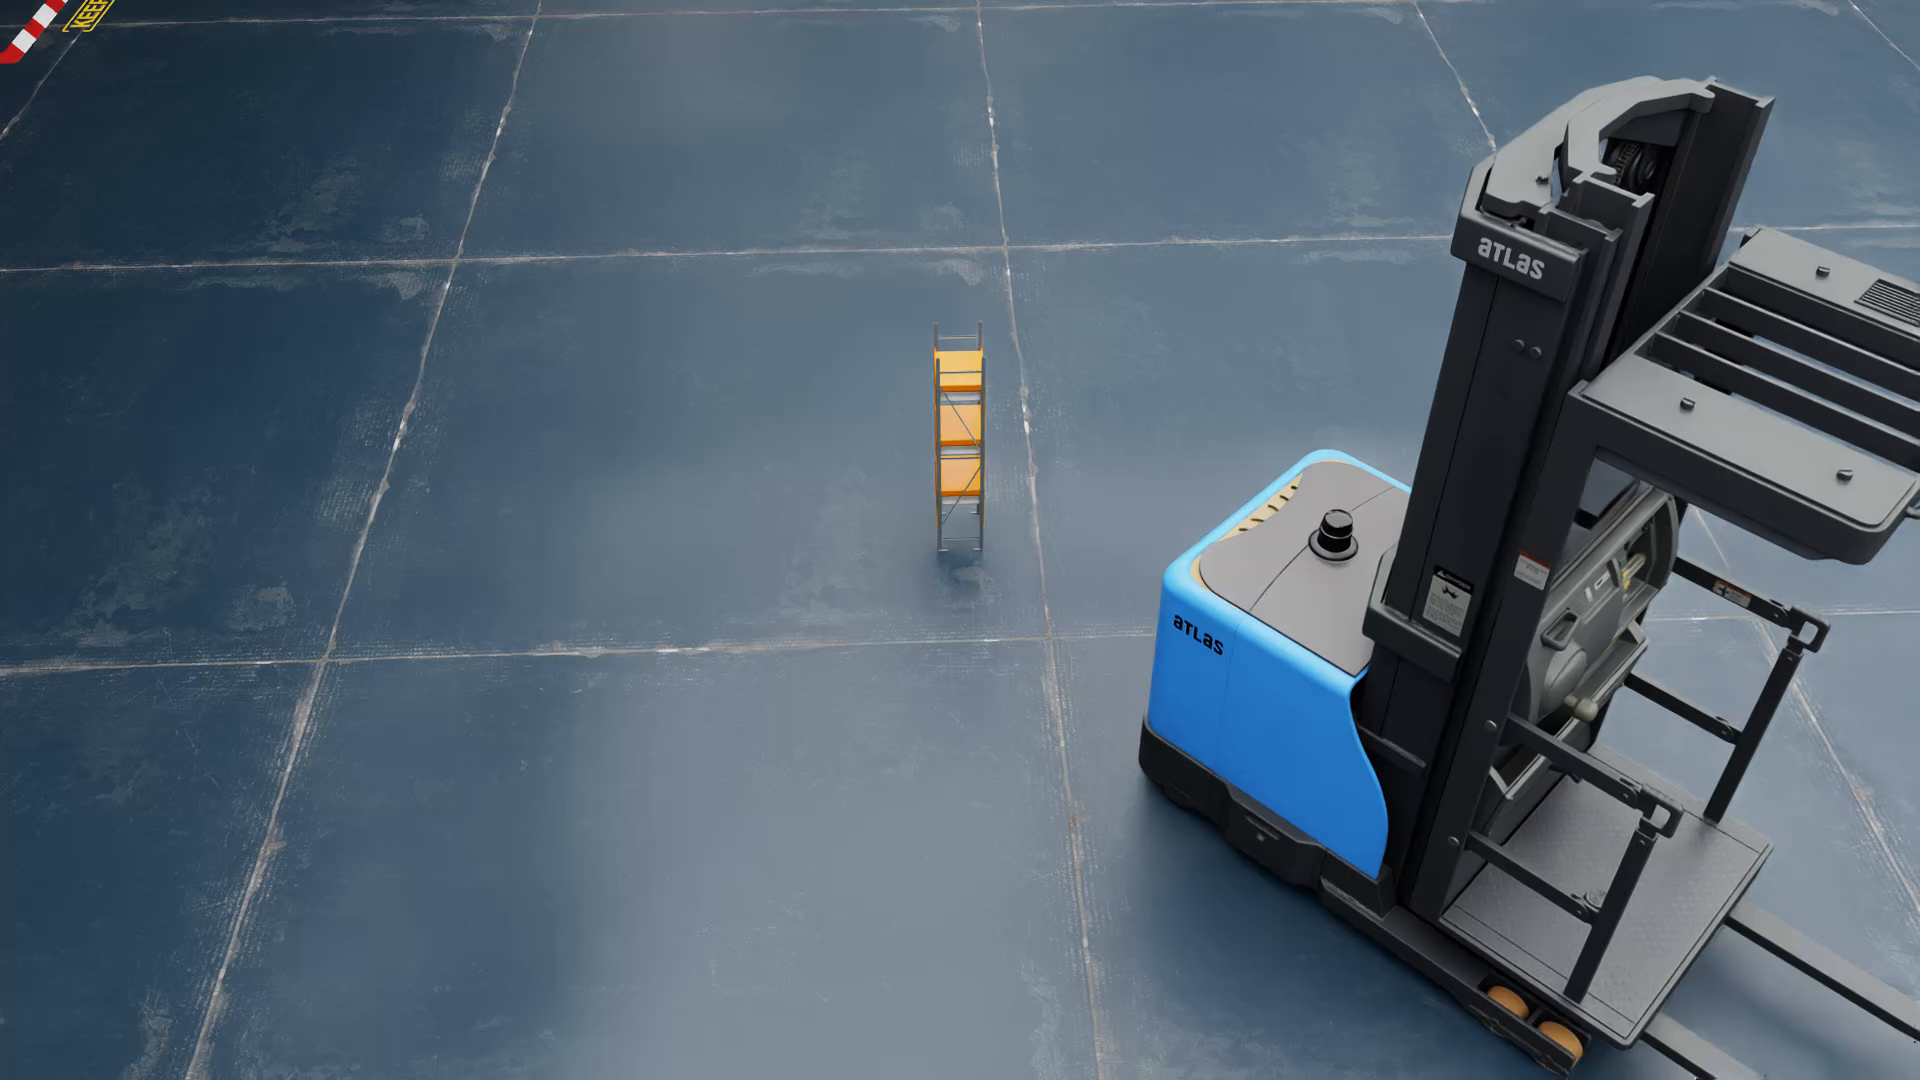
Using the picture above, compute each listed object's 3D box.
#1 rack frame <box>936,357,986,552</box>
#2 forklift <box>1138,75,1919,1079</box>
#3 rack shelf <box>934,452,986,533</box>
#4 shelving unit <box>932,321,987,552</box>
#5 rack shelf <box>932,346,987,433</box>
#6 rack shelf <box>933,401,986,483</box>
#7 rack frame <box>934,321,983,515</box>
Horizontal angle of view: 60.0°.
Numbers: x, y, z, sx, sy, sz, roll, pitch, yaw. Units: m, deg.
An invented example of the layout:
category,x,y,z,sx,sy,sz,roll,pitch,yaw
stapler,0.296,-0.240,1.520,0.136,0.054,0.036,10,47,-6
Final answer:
category,x,y,z,sx,sy,sz,roll,pitch,yaw
rack frame,0.003,-0.341,6.994,0.200,1.050,0.008,-2,43,-2
forklift,2.098,0.270,4.937,3.031,2.935,1.130,33,52,31
rack shelf,-0.002,-0.210,7.279,0.215,0.259,0.240,-2,43,-2
shelving unit,-0.002,-0.423,7.084,0.215,1.050,0.252,-2,43,-2
rack shelf,-0.002,-0.625,6.900,0.215,0.259,0.240,-2,43,-2
rack shelf,-0.002,-0.415,7.092,0.215,0.259,0.240,-2,43,-2
rack frame,-0.007,-0.506,7.174,0.200,1.050,0.008,-2,43,-2
